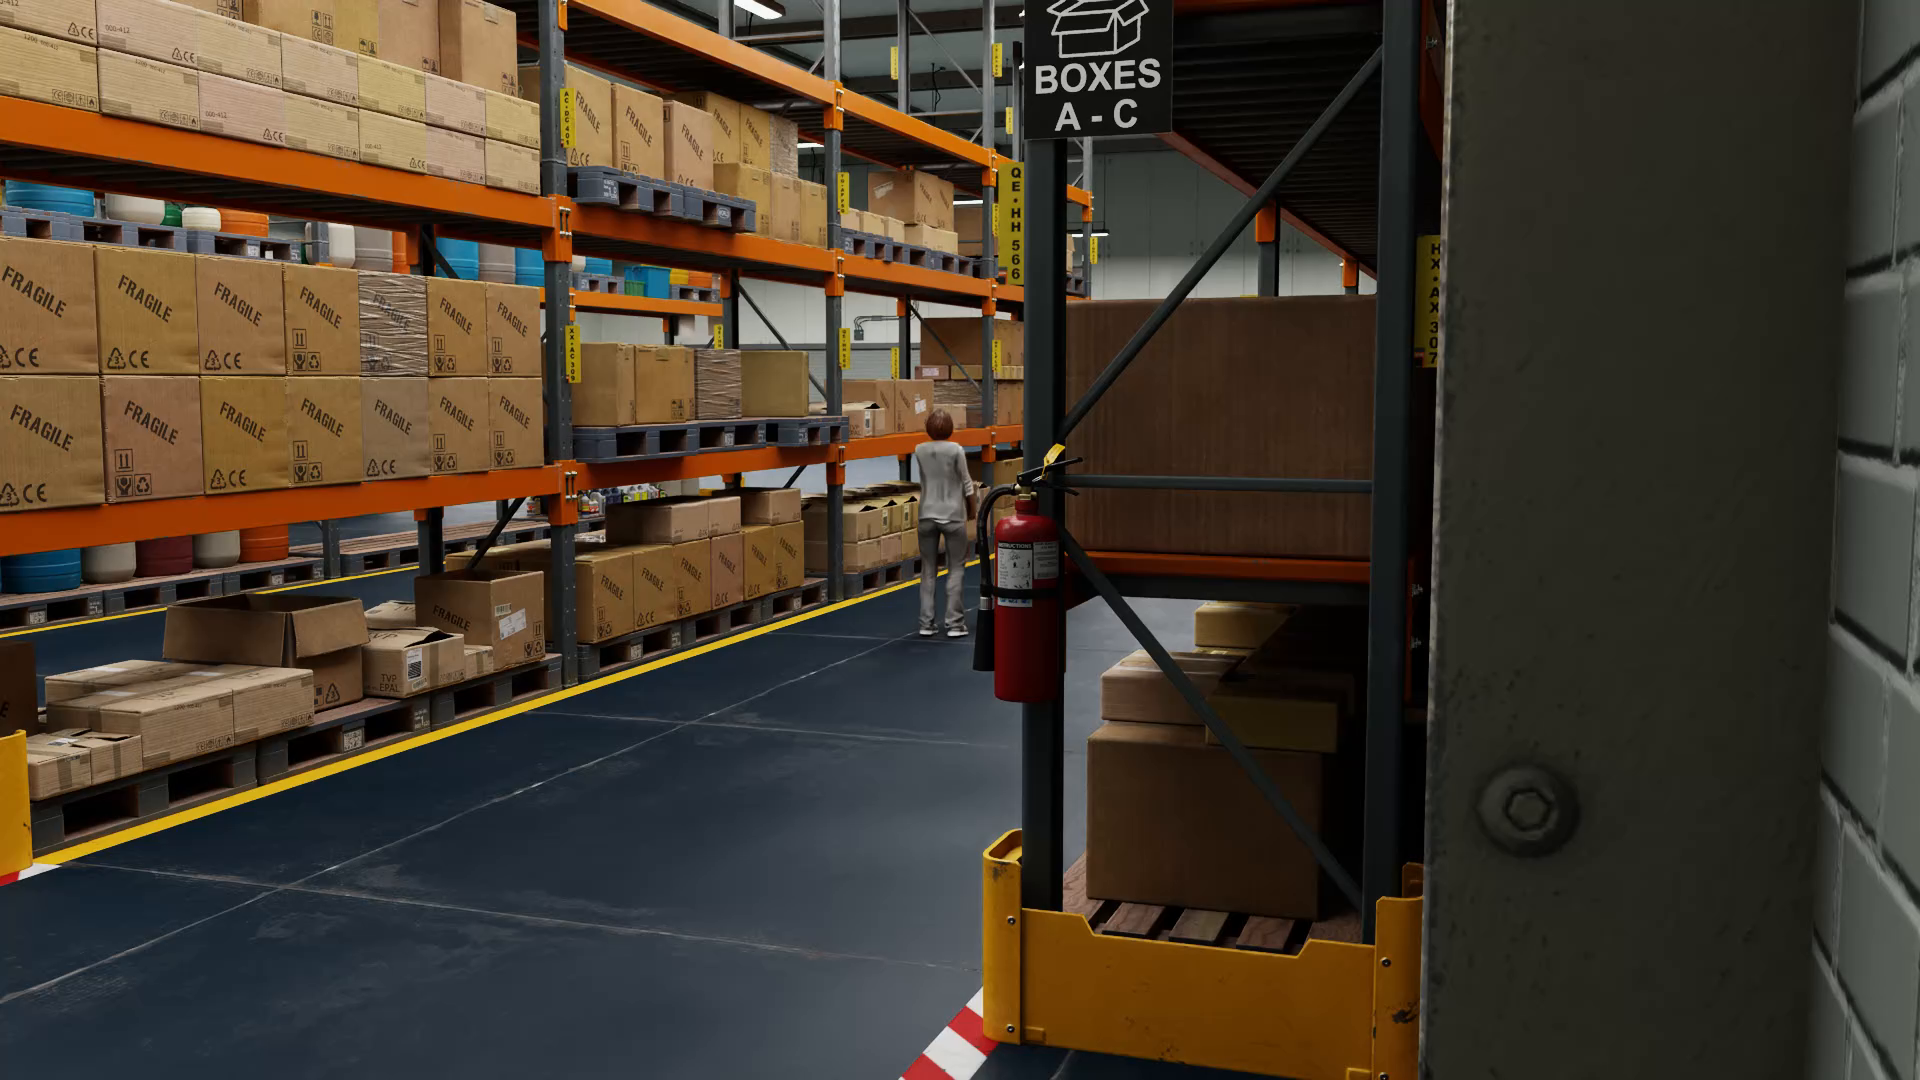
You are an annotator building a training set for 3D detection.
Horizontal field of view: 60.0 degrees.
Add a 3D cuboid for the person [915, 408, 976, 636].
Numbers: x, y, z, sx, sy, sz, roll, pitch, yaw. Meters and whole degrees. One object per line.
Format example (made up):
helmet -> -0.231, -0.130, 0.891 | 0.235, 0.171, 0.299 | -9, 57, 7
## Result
person -> -0.102, -0.119, 11.691 | 0.375, 1.585, 0.502 | 2, 6, 18
